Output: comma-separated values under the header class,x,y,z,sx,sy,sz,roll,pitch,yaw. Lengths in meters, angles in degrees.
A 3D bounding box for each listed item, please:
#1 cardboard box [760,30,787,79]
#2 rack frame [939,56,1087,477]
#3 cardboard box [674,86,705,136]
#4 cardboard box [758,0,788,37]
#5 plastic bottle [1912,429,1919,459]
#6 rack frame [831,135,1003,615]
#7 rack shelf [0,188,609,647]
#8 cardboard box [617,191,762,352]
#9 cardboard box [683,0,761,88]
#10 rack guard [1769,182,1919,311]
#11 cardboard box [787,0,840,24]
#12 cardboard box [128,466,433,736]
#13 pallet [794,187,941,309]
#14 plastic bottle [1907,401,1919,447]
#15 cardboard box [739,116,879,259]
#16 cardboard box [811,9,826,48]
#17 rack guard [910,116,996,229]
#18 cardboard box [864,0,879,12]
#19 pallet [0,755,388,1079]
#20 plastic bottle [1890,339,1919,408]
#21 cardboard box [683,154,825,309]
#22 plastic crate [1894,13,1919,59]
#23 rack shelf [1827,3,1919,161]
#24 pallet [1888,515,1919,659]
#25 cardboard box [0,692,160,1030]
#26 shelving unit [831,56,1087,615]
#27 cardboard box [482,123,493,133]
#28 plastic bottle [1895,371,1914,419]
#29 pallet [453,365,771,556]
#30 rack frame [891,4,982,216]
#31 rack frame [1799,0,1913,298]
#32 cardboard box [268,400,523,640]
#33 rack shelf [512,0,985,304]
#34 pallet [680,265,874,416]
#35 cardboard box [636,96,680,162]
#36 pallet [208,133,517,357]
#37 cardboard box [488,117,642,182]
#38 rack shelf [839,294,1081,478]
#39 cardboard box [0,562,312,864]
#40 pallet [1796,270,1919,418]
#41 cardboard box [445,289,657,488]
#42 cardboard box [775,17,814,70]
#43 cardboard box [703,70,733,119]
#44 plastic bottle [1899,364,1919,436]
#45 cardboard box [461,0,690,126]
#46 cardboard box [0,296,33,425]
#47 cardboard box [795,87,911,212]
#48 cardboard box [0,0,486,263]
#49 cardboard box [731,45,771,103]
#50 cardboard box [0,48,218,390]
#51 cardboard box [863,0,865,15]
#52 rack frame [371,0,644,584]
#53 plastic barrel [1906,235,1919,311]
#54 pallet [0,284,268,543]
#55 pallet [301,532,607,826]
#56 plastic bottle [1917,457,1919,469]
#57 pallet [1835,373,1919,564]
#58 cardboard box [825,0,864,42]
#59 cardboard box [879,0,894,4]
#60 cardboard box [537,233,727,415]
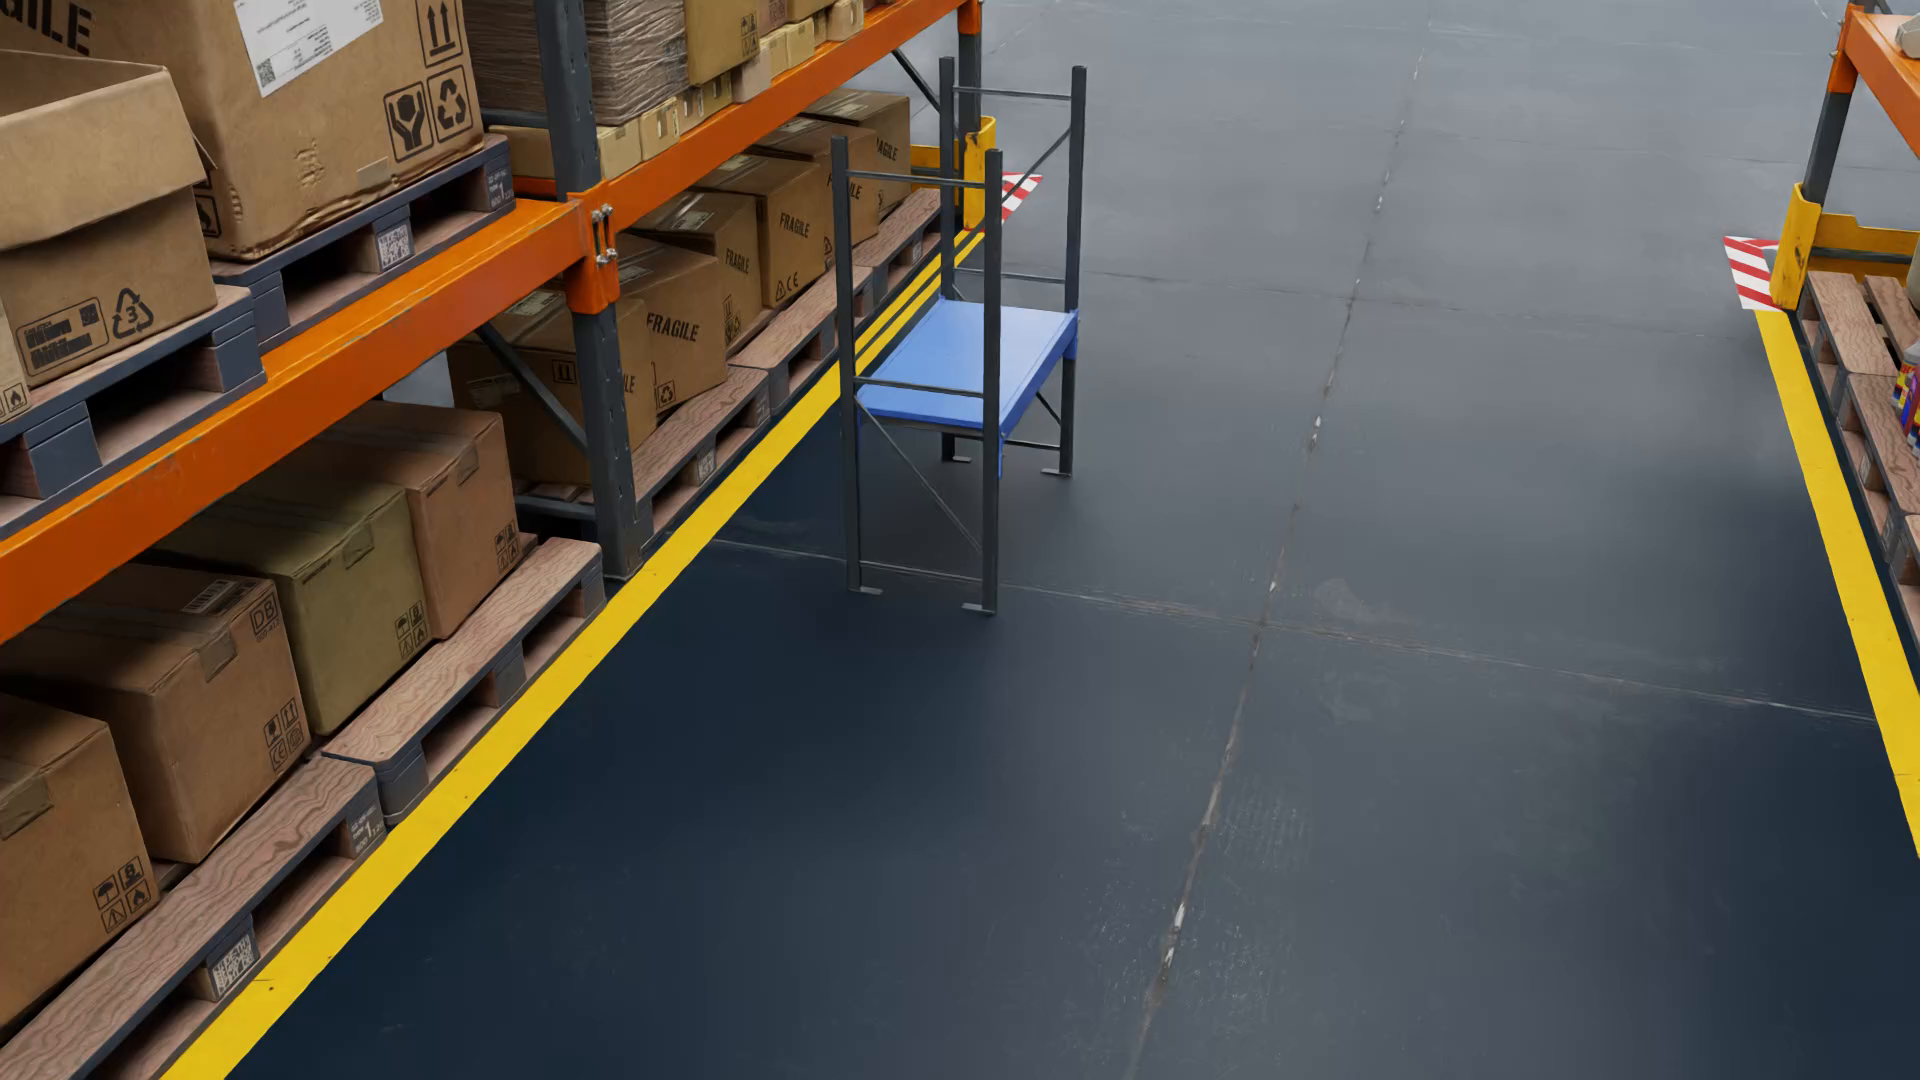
class,x,y,z,sx,sy,sz,roll,pitch,yaw
cardboard box,-0.865,-1.797,6.153,0.380,0.149,0.250,8,30,15
rack frame,0.174,-0.931,5.881,0.500,1.500,0.032,8,30,15
cardboard box,-1.076,-1.447,5.524,0.380,0.149,0.250,8,30,15
cardboard box,-1.137,-2.113,6.055,0.875,0.500,0.500,8,30,15
plastic bottle,3.389,-0.414,5.762,0.097,0.271,0.097,0,29,0
rack frame,-0.124,-0.459,5.032,0.500,1.500,0.032,8,30,15
rack shelf,-2.146,-0.022,3.443,1.077,0.370,4.000,8,30,15
cardboard box,-1.136,-1.104,6.788,0.500,0.500,0.500,6,30,10
cardboard box,-1.188,-1.867,5.611,0.875,0.500,0.500,8,30,15
rack guard,4.372,-1.283,7.542,1.175,0.500,0.348,8,30,15
cardboard box,-0.951,-2.340,6.462,0.875,0.500,0.500,8,30,15
cardboard box,-1.918,0.136,4.539,0.700,0.500,0.500,8,30,15
pallet,-0.680,-1.498,8.225,1.003,0.211,1.213,8,30,15
plastic bottle,3.419,-0.460,5.845,0.097,0.271,0.097,0,29,0
cardboard box,-0.727,-1.645,7.761,0.500,0.500,0.500,17,33,28
cardboard box,-0.751,-2.034,6.580,0.380,0.149,0.250,8,30,15
rack guard,-0.408,-1.997,8.825,1.175,0.500,0.348,8,30,15
cardboard box,-0.571,-2.389,7.217,0.380,0.149,0.250,8,30,15
pallet,-2.143,0.884,3.944,1.003,0.211,1.213,8,30,15
plastic bottle,3.519,-0.619,6.132,0.097,0.271,0.097,0,29,0
cardboard box,-0.929,-1.357,7.243,0.500,0.500,0.500,11,31,20
plastic crate,3.779,-1.932,6.409,0.298,0.136,0.250,8,30,15
rack shelf,3.762,-1.174,5.514,1.077,0.370,4.000,8,30,15
pallet,3.412,0.354,4.897,1.003,0.211,1.213,8,30,15
cardboard box,-2.246,0.655,3.605,0.700,0.500,0.500,11,31,19
shelving unit,0.025,-0.695,5.457,0.538,1.500,1.048,8,30,15
cardboard box,-1.695,-1.412,5.462,0.380,0.149,0.250,8,30,15
plastic bottle,3.489,-0.541,6.062,0.097,0.201,0.097,0,29,0
pallet,-1.396,-0.364,6.187,1.003,0.211,1.213,8,30,15
rack frame,-0.385,-3.124,8.281,1.000,3.000,0.127,8,30,15
rack frame,4.350,-2.417,7.010,1.000,3.000,0.127,8,30,15
cardboard box,-1.760,-0.083,4.932,0.700,0.500,0.500,6,30,11
rack shelf,-0.972,-1.880,6.785,1.077,0.370,4.000,8,30,15
pallet,-1.040,-0.933,7.210,1.003,0.211,1.213,8,30,15
cardboard box,-1.123,-1.327,5.308,0.380,0.149,0.250,8,30,15
pallet,-1.923,-0.847,4.384,1.003,0.211,1.213,8,30,15
cardboard box,-1.209,-1.213,5.103,0.380,0.149,0.250,8,30,15
rack shelf,0.025,-0.538,5.544,0.538,0.185,1.000,8,30,15
cardboard box,-2.082,0.396,4.071,0.700,0.500,0.500,6,30,11
pallet,4.129,-0.780,6.935,1.003,0.211,1.213,8,30,15
cardboard box,-1.404,-0.537,5.768,0.500,0.500,0.500,8,30,13
cardboard box,-0.781,-1.912,6.359,0.380,0.149,0.250,8,30,15
cardboard box,-1.012,-1.565,5.735,0.380,0.149,0.250,8,30,15
plastic bottle,3.436,-0.522,5.944,0.061,0.283,0.133,9,30,16
cardboard box,-1.368,-1.639,5.202,0.875,0.500,0.500,8,30,15
cardboard box,-2.022,-0.270,2.873,0.500,0.250,0.500,8,30,13
cardboard box,-0.585,-1.928,8.269,0.500,0.500,0.500,14,32,24
cardboard box,-1.926,-1.362,4.063,1.000,1.000,1.000,9,30,15
cardboard box,-0.899,-1.675,5.934,0.380,0.149,0.250,8,30,15
cardboard box,-1.980,-0.675,3.340,0.797,0.503,0.637,12,31,20
cardboard box,-0.623,-2.269,7.002,0.380,0.149,0.250,8,30,15
rack frame,-1.559,-1.265,4.939,1.000,3.000,0.127,8,30,15
plastic barrel,4.229,-1.197,6.943,0.421,0.512,0.421,0,29,0
pallet,-2.192,-0.248,3.308,1.003,0.211,1.213,8,30,15
pallet,-1.786,0.315,4.966,1.003,0.211,1.213,8,30,15
plastic bottle,3.360,-0.337,5.696,0.097,0.201,0.097,0,29,0
pallet,3.769,-0.215,5.919,1.003,0.211,1.213,8,30,15
cardboard box,-0.611,-2.140,6.771,0.380,0.149,0.250,8,30,15
cardboard box,-0.458,-2.499,7.415,0.380,0.149,0.250,8,30,15
cardboard box,-1.243,-0.804,6.249,0.500,0.500,0.500,19,34,30
